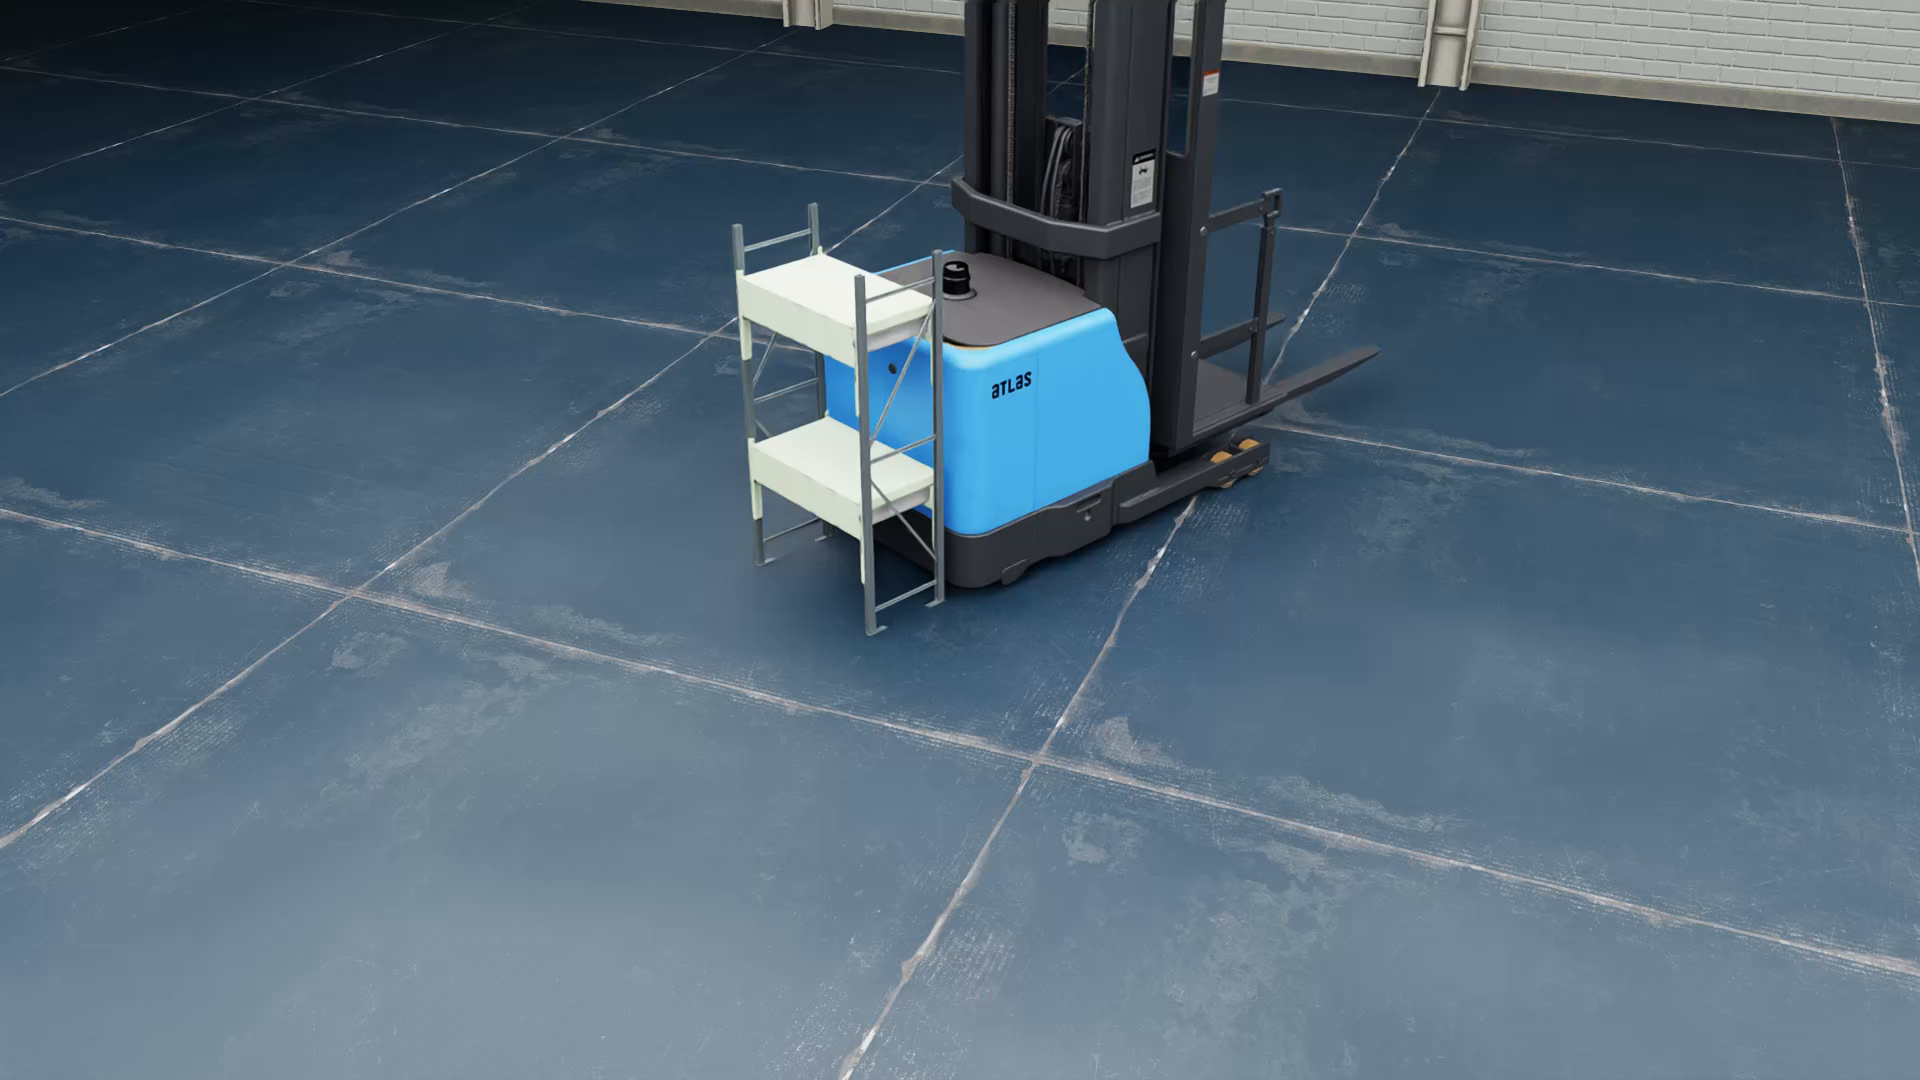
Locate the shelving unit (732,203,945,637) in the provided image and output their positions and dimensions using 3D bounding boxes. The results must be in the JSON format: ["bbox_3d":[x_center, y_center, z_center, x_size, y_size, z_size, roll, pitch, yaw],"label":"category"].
[{"bbox_3d":[-0.466,-0.473,6.562,0.431,1.500,0.755,-24,37,-36],"label":"shelving unit"}]

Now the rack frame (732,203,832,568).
[{"bbox_3d":[-0.713,-0.605,6.796,0.400,1.500,0.023,-24,37,-36],"label":"rack frame"}]

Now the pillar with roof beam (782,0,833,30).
[{"bbox_3d":[-3.078,-6.928,10.363,0.400,9.000,9.100,11,31,19],"label":"pillar with roof beam"}]

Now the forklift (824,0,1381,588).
[{"bbox_3d":[0.814,-1.686,7.255,3.031,2.935,1.130,-24,37,-36],"label":"forklift"}]

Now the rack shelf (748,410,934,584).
[{"bbox_3d":[-0.466,-0.189,6.722,0.431,0.370,0.720,-24,37,-36],"label":"rack shelf"}]

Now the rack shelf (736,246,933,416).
[{"bbox_3d":[-0.466,-0.812,6.370,0.431,0.370,0.720,-24,37,-36],"label":"rack shelf"}]

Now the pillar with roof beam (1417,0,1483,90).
[{"bbox_3d":[2.482,-5.818,8.399,0.400,9.000,9.100,11,31,19],"label":"pillar with roof beam"}]

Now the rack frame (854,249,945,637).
[{"bbox_3d":[-0.218,-0.340,6.327,0.400,1.500,0.023,-24,37,-36],"label":"rack frame"}]
